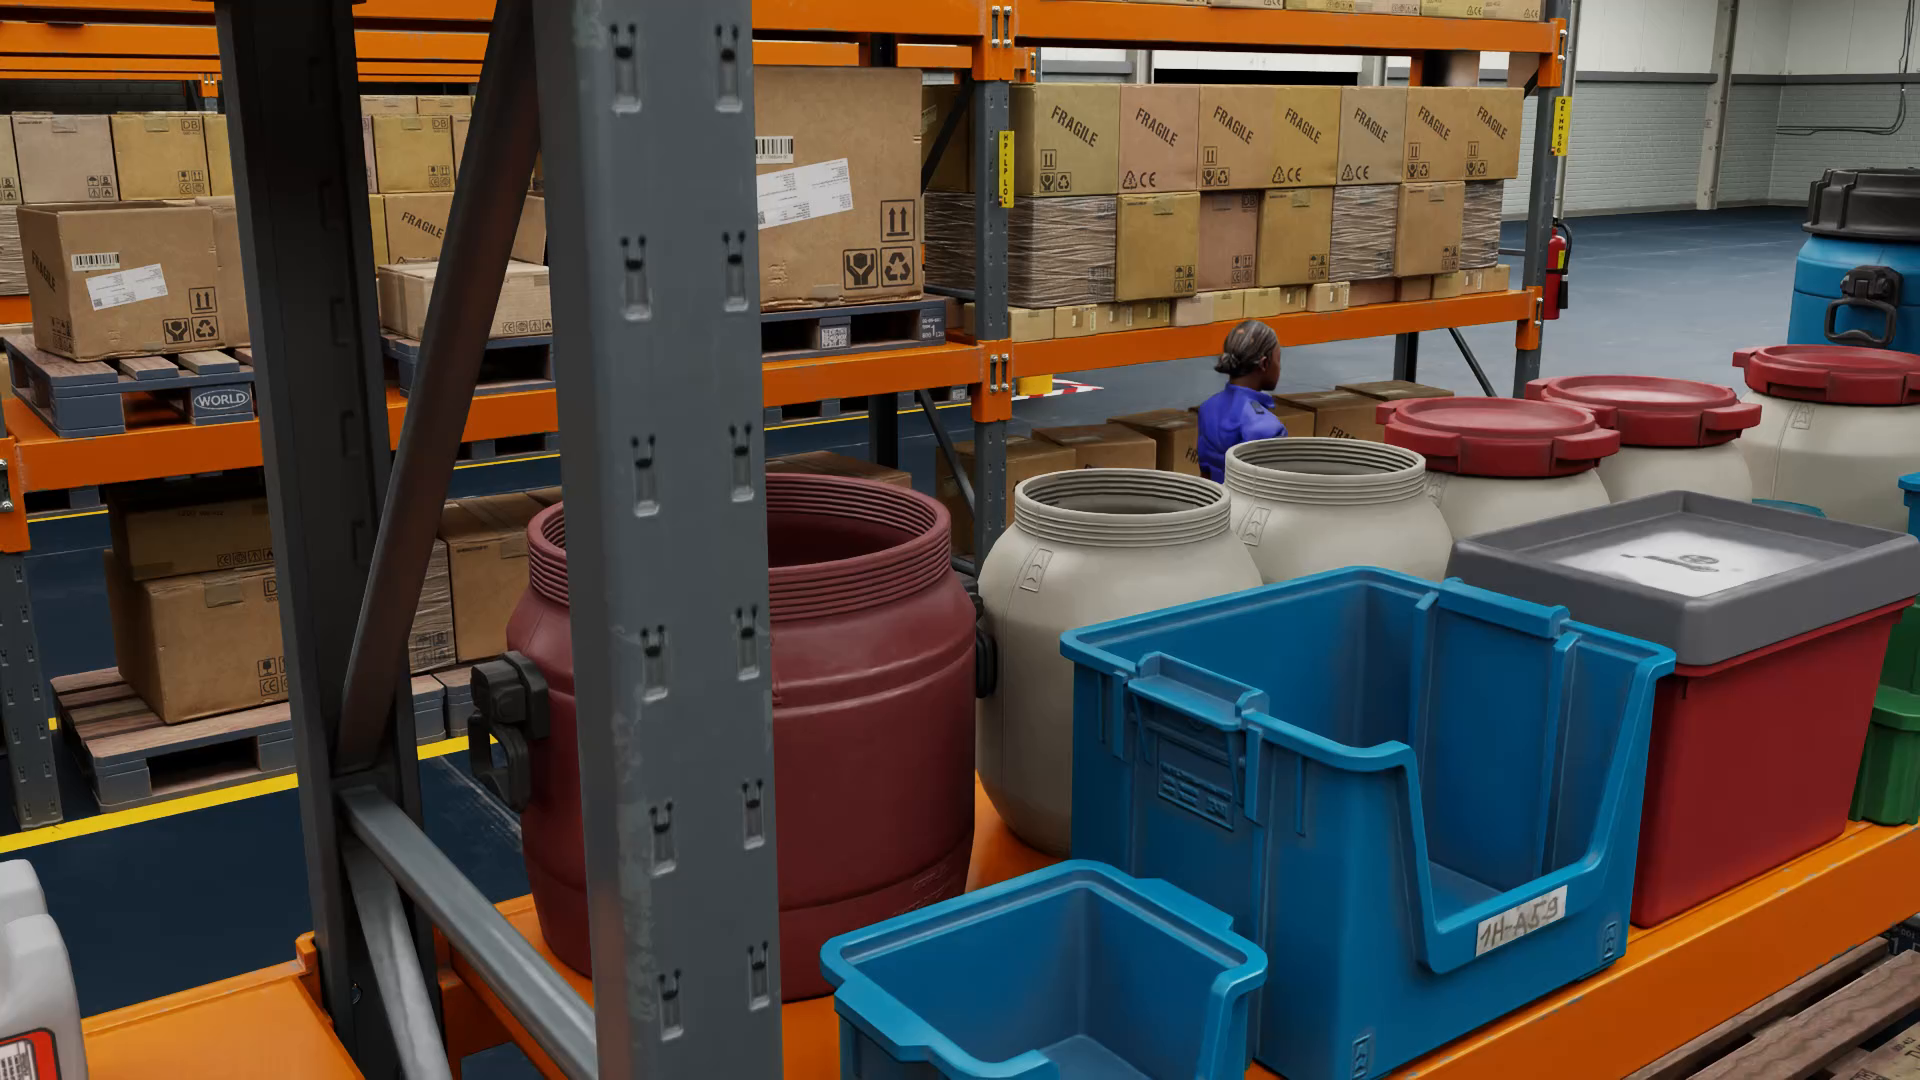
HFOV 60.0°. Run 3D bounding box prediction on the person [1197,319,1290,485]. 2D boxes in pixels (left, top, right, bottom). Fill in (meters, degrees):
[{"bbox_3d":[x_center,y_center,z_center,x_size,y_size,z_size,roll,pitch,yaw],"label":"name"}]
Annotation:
[{"bbox_3d":[0.931,0.076,5.671,0.605,1.652,0.462,-4,15,-15],"label":"person"}]
